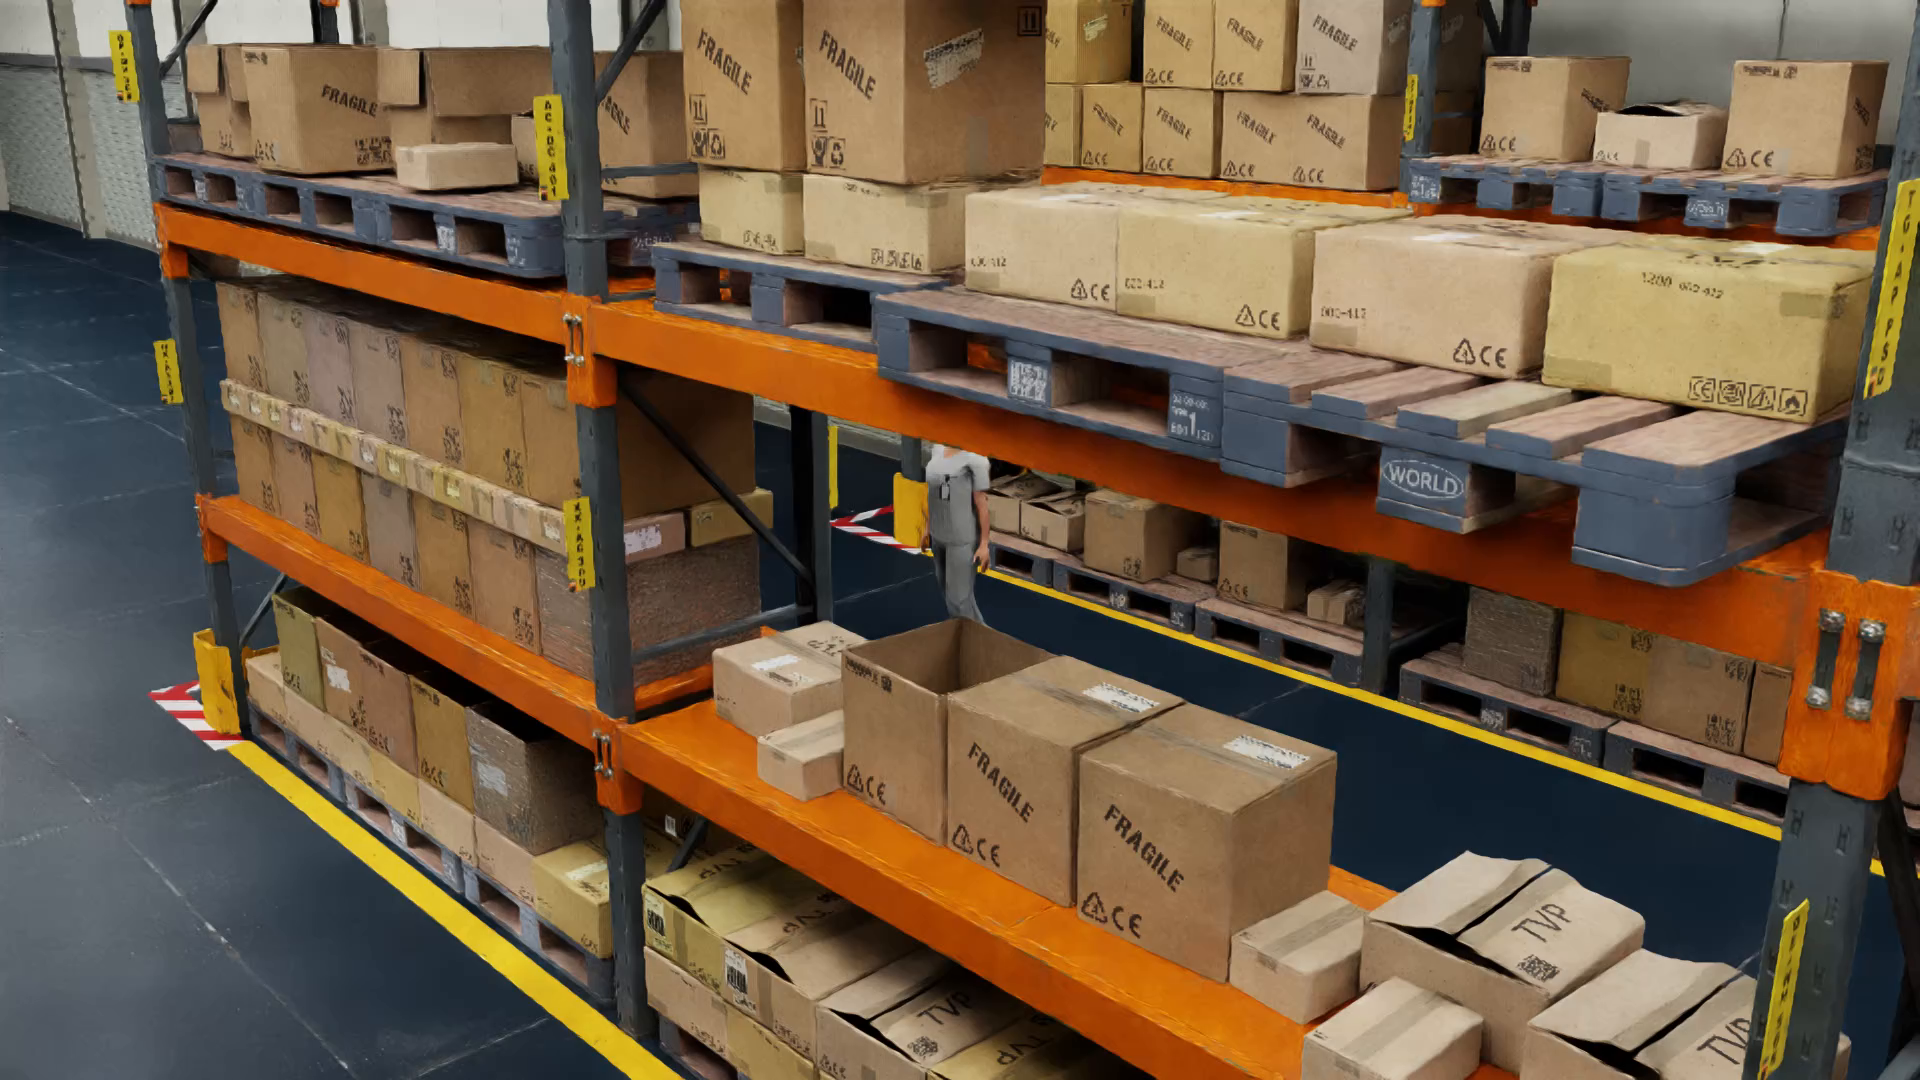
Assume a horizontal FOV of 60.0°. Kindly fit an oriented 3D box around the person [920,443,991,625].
[{"bbox_3d":[-0.007,-0.026,9.646,0.570,1.667,0.646,-13,21,-35],"label":"person"}]
